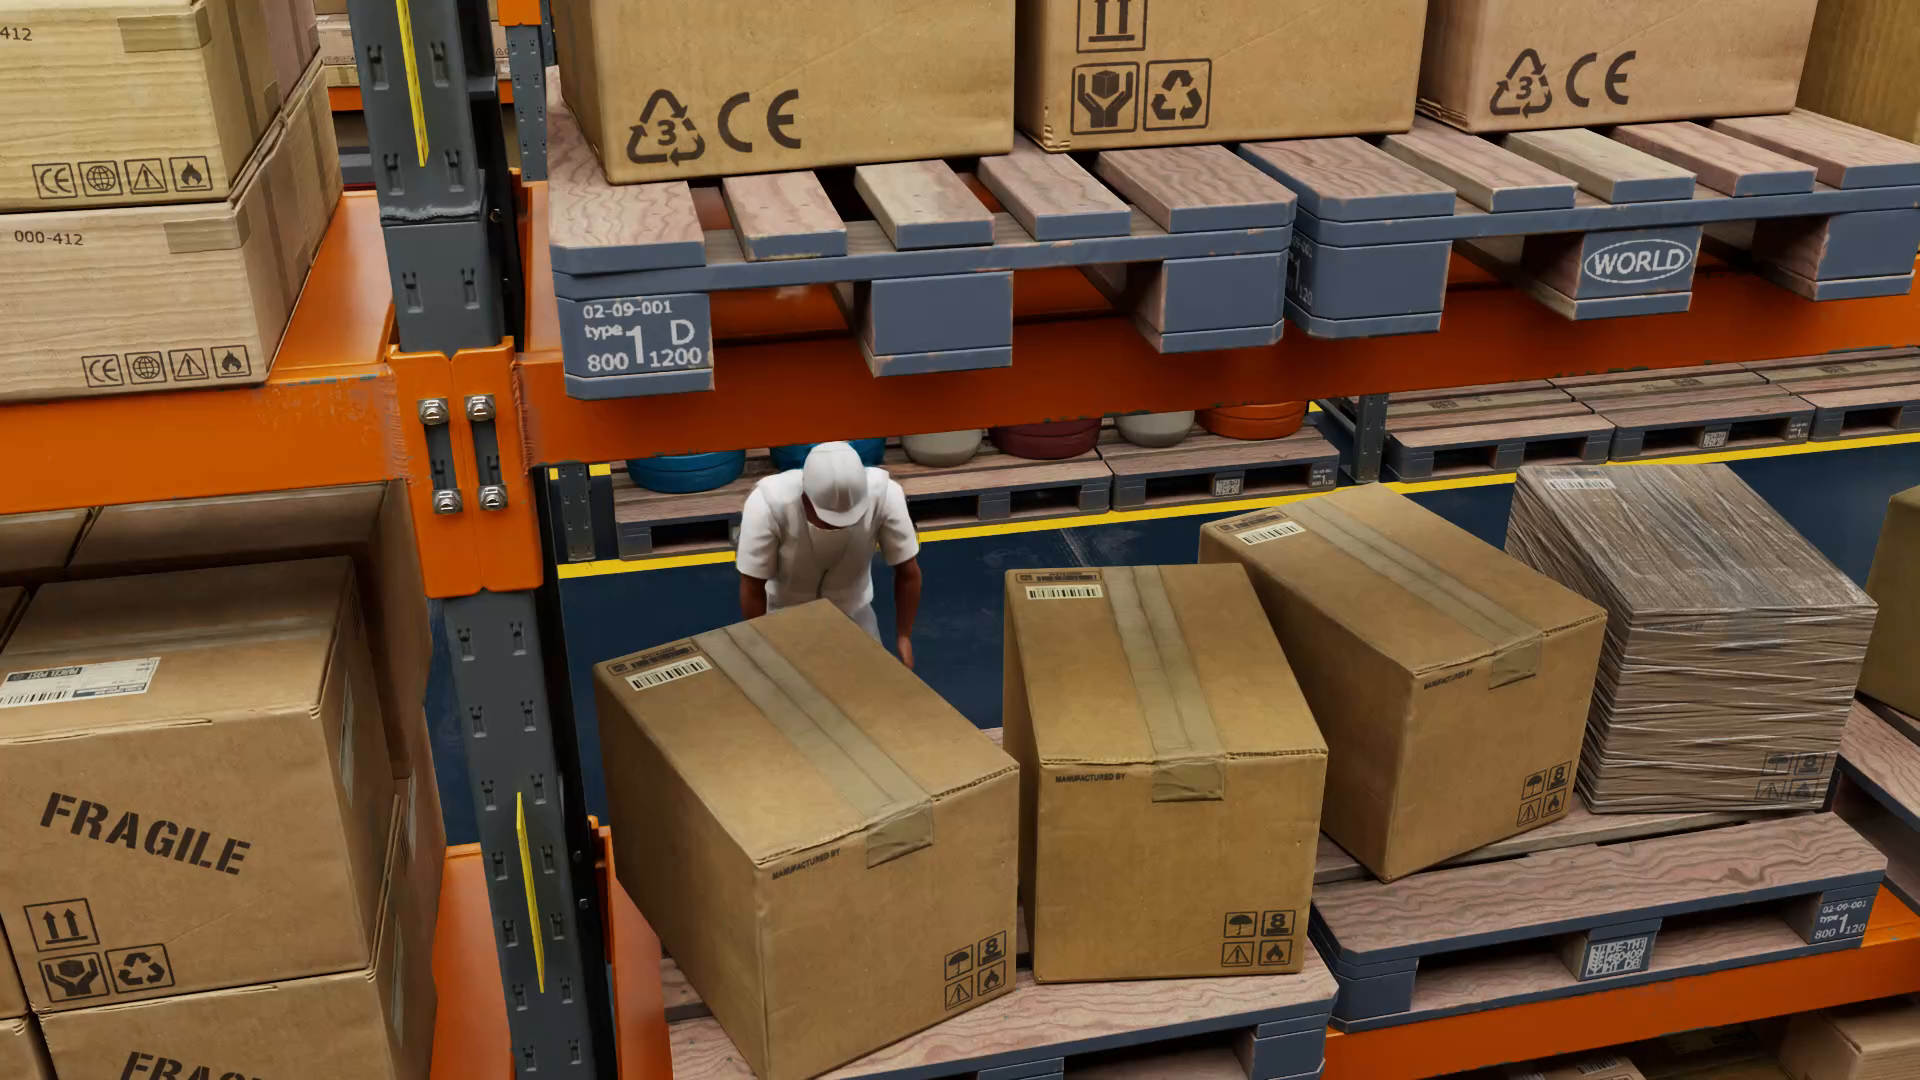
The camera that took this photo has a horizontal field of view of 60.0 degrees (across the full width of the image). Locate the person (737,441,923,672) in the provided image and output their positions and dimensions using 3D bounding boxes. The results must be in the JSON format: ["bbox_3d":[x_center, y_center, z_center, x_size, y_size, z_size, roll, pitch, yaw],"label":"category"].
[{"bbox_3d":[-0.447,0.291,5.757,0.625,1.543,0.666,-6,27,-11],"label":"person"}]
